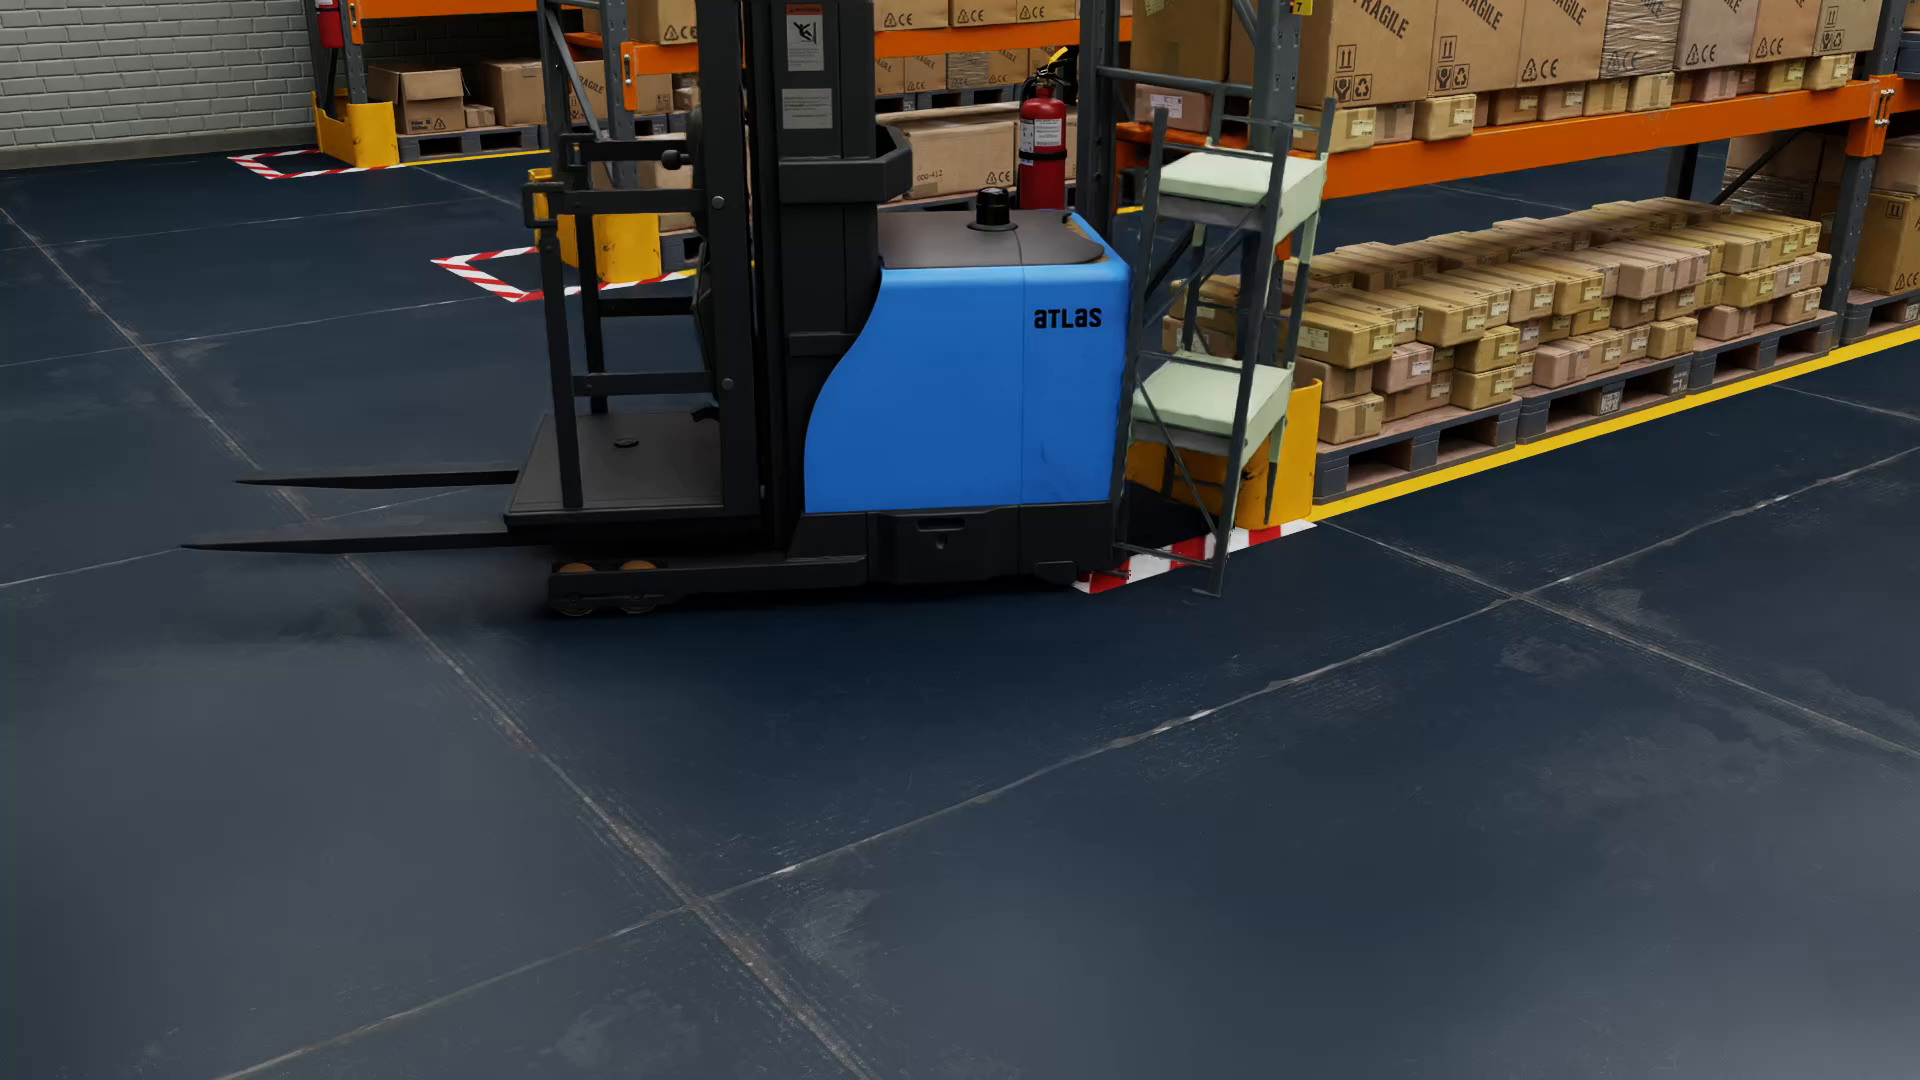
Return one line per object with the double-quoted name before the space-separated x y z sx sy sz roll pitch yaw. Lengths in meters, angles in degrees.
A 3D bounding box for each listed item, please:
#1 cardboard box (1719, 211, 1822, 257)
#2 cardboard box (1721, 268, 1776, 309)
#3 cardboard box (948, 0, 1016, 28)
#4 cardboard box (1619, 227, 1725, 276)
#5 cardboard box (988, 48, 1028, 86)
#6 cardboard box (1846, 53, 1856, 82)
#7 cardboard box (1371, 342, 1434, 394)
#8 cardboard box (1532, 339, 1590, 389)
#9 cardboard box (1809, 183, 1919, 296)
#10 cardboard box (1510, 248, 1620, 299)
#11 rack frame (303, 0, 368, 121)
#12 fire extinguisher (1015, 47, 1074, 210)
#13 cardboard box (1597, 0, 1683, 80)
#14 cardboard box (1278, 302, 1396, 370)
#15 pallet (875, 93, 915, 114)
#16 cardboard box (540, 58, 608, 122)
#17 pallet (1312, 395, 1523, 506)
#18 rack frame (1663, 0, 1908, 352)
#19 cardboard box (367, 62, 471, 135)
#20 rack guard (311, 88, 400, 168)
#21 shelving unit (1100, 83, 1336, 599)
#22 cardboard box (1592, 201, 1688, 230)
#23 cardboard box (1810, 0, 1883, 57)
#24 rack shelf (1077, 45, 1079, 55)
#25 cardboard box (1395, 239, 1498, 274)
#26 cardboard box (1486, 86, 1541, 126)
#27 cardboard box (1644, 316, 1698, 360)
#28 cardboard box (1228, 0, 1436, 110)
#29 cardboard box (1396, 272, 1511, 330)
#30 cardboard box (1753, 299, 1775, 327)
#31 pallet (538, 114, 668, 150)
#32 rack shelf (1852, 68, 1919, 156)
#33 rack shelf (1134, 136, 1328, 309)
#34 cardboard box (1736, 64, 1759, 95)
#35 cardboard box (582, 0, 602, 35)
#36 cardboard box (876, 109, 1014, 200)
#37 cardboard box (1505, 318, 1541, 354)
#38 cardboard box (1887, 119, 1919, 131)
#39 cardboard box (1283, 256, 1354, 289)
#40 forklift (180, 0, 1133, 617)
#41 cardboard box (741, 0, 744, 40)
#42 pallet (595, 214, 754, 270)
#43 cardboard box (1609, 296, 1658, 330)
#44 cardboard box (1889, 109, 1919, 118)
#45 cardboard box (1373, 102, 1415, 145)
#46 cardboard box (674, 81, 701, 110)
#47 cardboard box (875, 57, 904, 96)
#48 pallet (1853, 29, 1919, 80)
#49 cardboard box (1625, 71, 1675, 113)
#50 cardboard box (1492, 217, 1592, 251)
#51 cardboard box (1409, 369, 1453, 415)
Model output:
"cardboard box" 3.893 -1.473 8.018 0.250 0.149 0.380 -14 26 -31
"cardboard box" 3.540 -1.201 7.737 0.250 0.149 0.380 -16 27 -35
"cardboard box" 0.016 -3.591 10.714 0.500 0.500 0.500 -15 26 -34
"cardboard box" 3.255 -1.317 7.627 0.250 0.149 0.380 -14 26 -31
"cardboard box" 0.349 -4.965 17.098 0.500 0.500 0.500 -14 25 -31
"cardboard box" 3.935 -2.232 7.782 0.250 0.149 0.380 -15 26 -33
"cardboard box" 1.614 -0.703 6.489 0.250 0.149 0.380 -15 26 -33
"cardboard box" 2.434 -0.774 7.070 0.250 0.149 0.380 -16 27 -35
"cardboard box" 4.785 -1.595 8.653 0.500 0.500 0.500 -14 26 -31
"cardboard box" 2.612 -1.148 7.203 0.250 0.149 0.380 -15 26 -33
"rack frame" -5.092 -4.575 13.314 0.127 3.000 1.000 -15 26 -33
"fire extinguisher" 0.309 -1.490 6.192 0.183 0.674 0.296 -15 26 -33
"cardboard box" 2.544 -2.152 6.705 0.500 0.500 0.500 -16 27 -34
"cardboard box" 1.407 -0.774 6.265 0.250 0.149 0.380 -16 27 -35
"pallet" -1.207 -4.333 16.471 1.213 0.211 1.003 -15 26 -33
"cardboard box" -3.336 -3.971 14.606 0.500 0.500 0.500 -14 26 -32
"pallet" 1.525 -0.502 6.869 1.213 0.211 1.003 -15 26 -33
"rack frame" 4.030 -2.481 8.067 0.127 3.000 1.000 -15 26 -33
"cardboard box" -4.540 -3.715 13.960 0.637 0.503 0.797 -16 27 -35
"rack guard" -5.030 -3.431 13.819 0.348 0.500 1.175 -15 26 -33
"shelving unit" 0.843 -0.667 5.444 0.431 1.500 0.755 13 24 19
"cardboard box" 3.371 -1.574 8.272 0.250 0.149 0.380 -13 25 -30
"cardboard box" 3.803 -2.476 7.518 0.500 0.500 0.500 -15 26 -33
"rack shelf" 2.681 -4.047 12.962 4.000 0.370 1.077 -15 26 -33
"cardboard box" 2.150 -1.220 7.384 0.250 0.149 0.380 -16 27 -35
"cardboard box" 2.034 -1.728 6.520 0.250 0.149 0.380 -15 26 -33
"cardboard box" 3.071 -0.941 7.486 0.250 0.149 0.380 -15 26 -33
"cardboard box" 1.309 -1.814 5.859 0.500 0.500 0.500 -14 25 -30
"cardboard box" 1.993 -0.964 6.743 0.250 0.149 0.380 -16 27 -35
"cardboard box" 3.651 -1.134 7.970 0.250 0.149 0.380 -14 26 -31
"pallet" -3.394 -3.732 14.964 1.213 0.211 1.003 -15 26 -33
"rack shelf" 5.654 -2.580 9.285 4.000 0.370 1.077 -15 26 -33
"rack shelf" 0.873 -1.026 5.293 0.431 0.370 0.720 13 24 19
"cardboard box" 3.288 -2.069 7.372 0.250 0.149 0.380 -16 27 -34
"cardboard box" -1.953 -3.313 10.017 0.500 0.500 0.500 -15 26 -33
"cardboard box" -0.241 -2.656 11.395 0.875 0.438 0.875 -16 27 -34
"cardboard box" 2.192 -0.891 6.961 0.250 0.149 0.380 -16 27 -35
"cardboard box" 5.215 -2.060 8.805 0.500 0.250 0.500 -14 26 -31
"cardboard box" 1.438 -1.085 7.045 0.250 0.149 0.380 -16 27 -34
"forklift" -1.000 -1.295 5.274 3.031 2.867 1.129 -2 22 -6
"cardboard box" -1.238 -3.264 9.895 0.500 0.500 0.500 -15 26 -34
"pallet" -1.586 -1.984 10.584 1.213 0.211 1.003 -15 26 -33
"cardboard box" 2.855 -1.063 7.392 0.250 0.149 0.380 -16 27 -35
"cardboard box" 5.333 -2.327 9.474 0.500 0.250 0.500 -16 27 -35
"cardboard box" 1.420 -1.538 6.041 0.250 0.149 0.380 -14 26 -31
"cardboard box" -2.415 -4.080 15.196 0.258 0.266 0.396 -14 26 -31
"cardboard box" -0.894 -4.630 16.259 0.500 0.500 0.500 -15 26 -34
"pallet" 4.736 -2.514 8.407 1.213 0.211 1.003 -15 26 -33
"cardboard box" 2.708 -1.872 6.880 0.250 0.149 0.380 -14 26 -32
"cardboard box" 2.742 -1.411 7.862 0.250 0.149 0.380 -14 26 -32
"cardboard box" 1.758 -0.640 6.734 0.250 0.149 0.380 -15 26 -32
